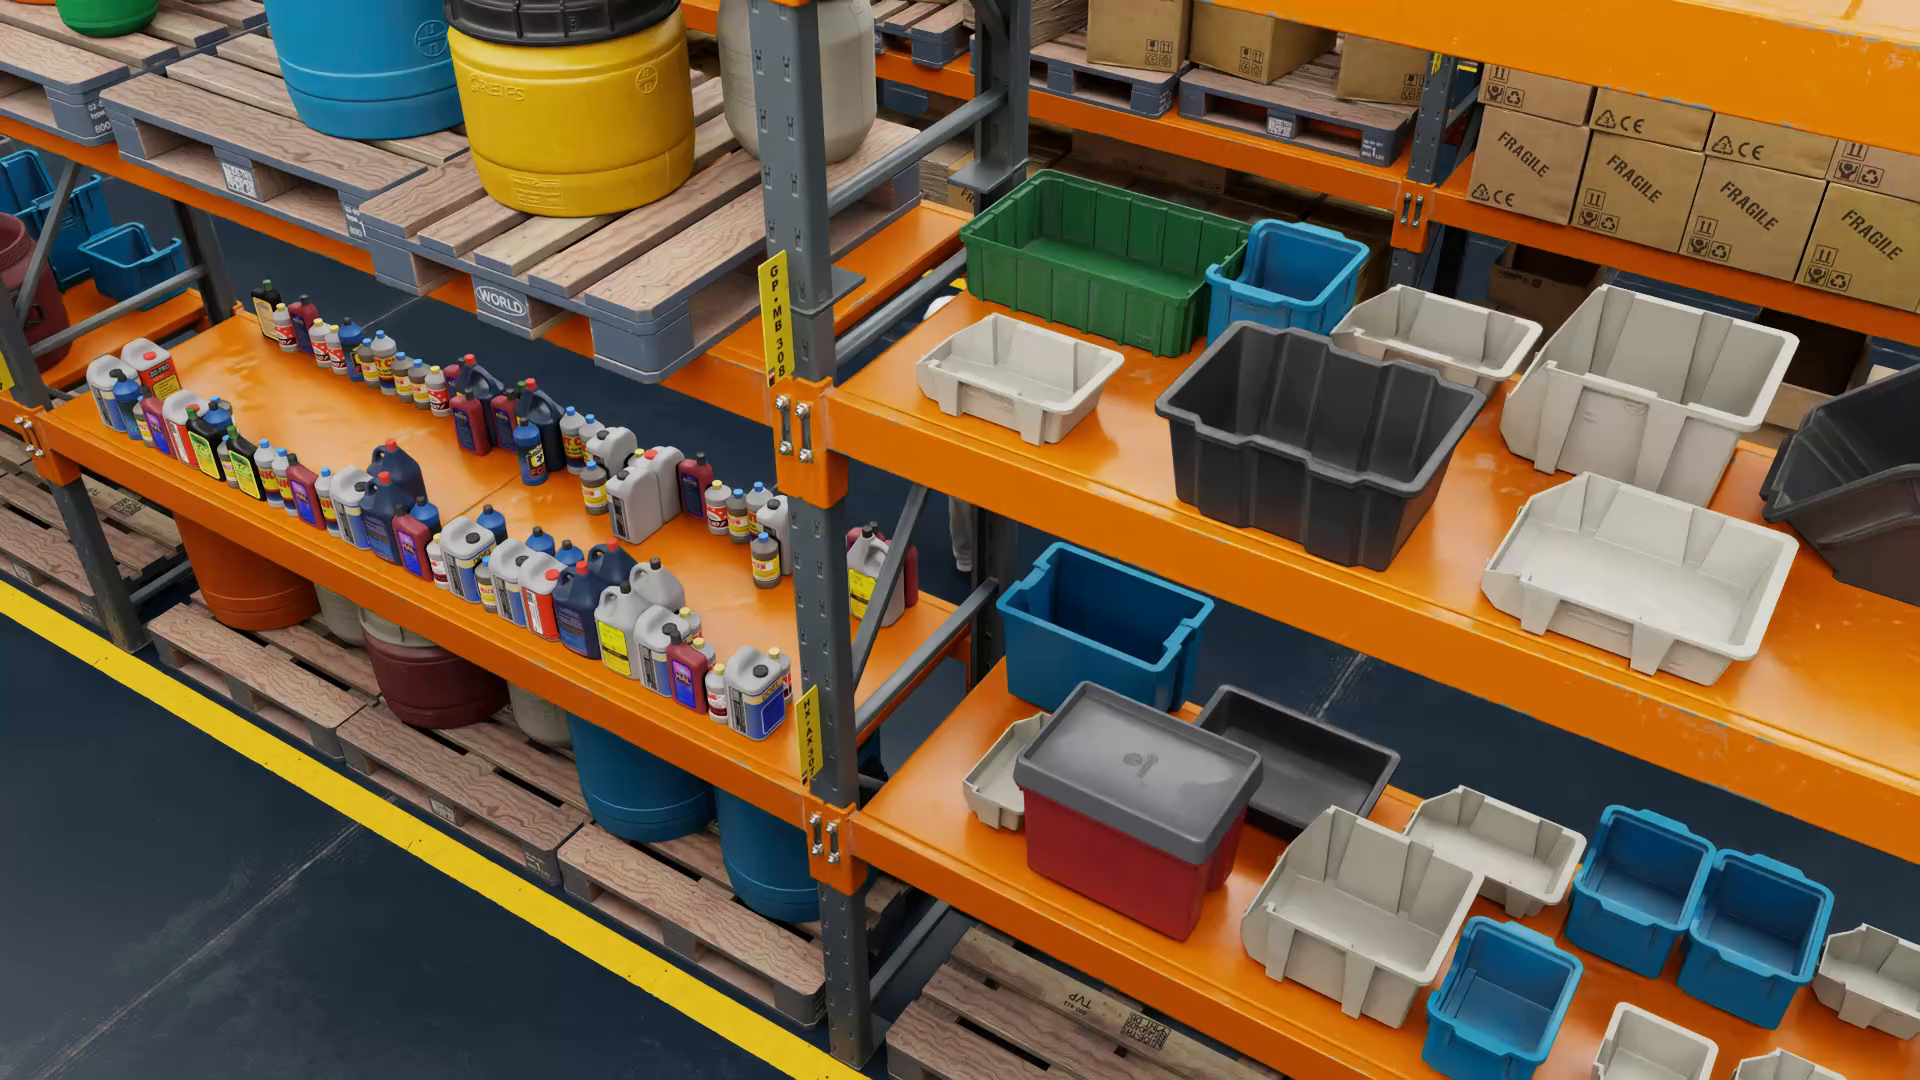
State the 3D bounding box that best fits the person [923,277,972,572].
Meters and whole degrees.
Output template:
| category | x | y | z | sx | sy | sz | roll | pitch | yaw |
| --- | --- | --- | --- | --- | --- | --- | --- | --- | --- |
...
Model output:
| category | x | y | z | sx | sy | sz | roll | pitch | yaw |
| --- | --- | --- | --- | --- | --- | --- | --- | --- | --- |
| person | 0.099 | -0.575 | 7.403 | 0.618 | 1.763 | 0.604 | 3 | 38 | 3 |
